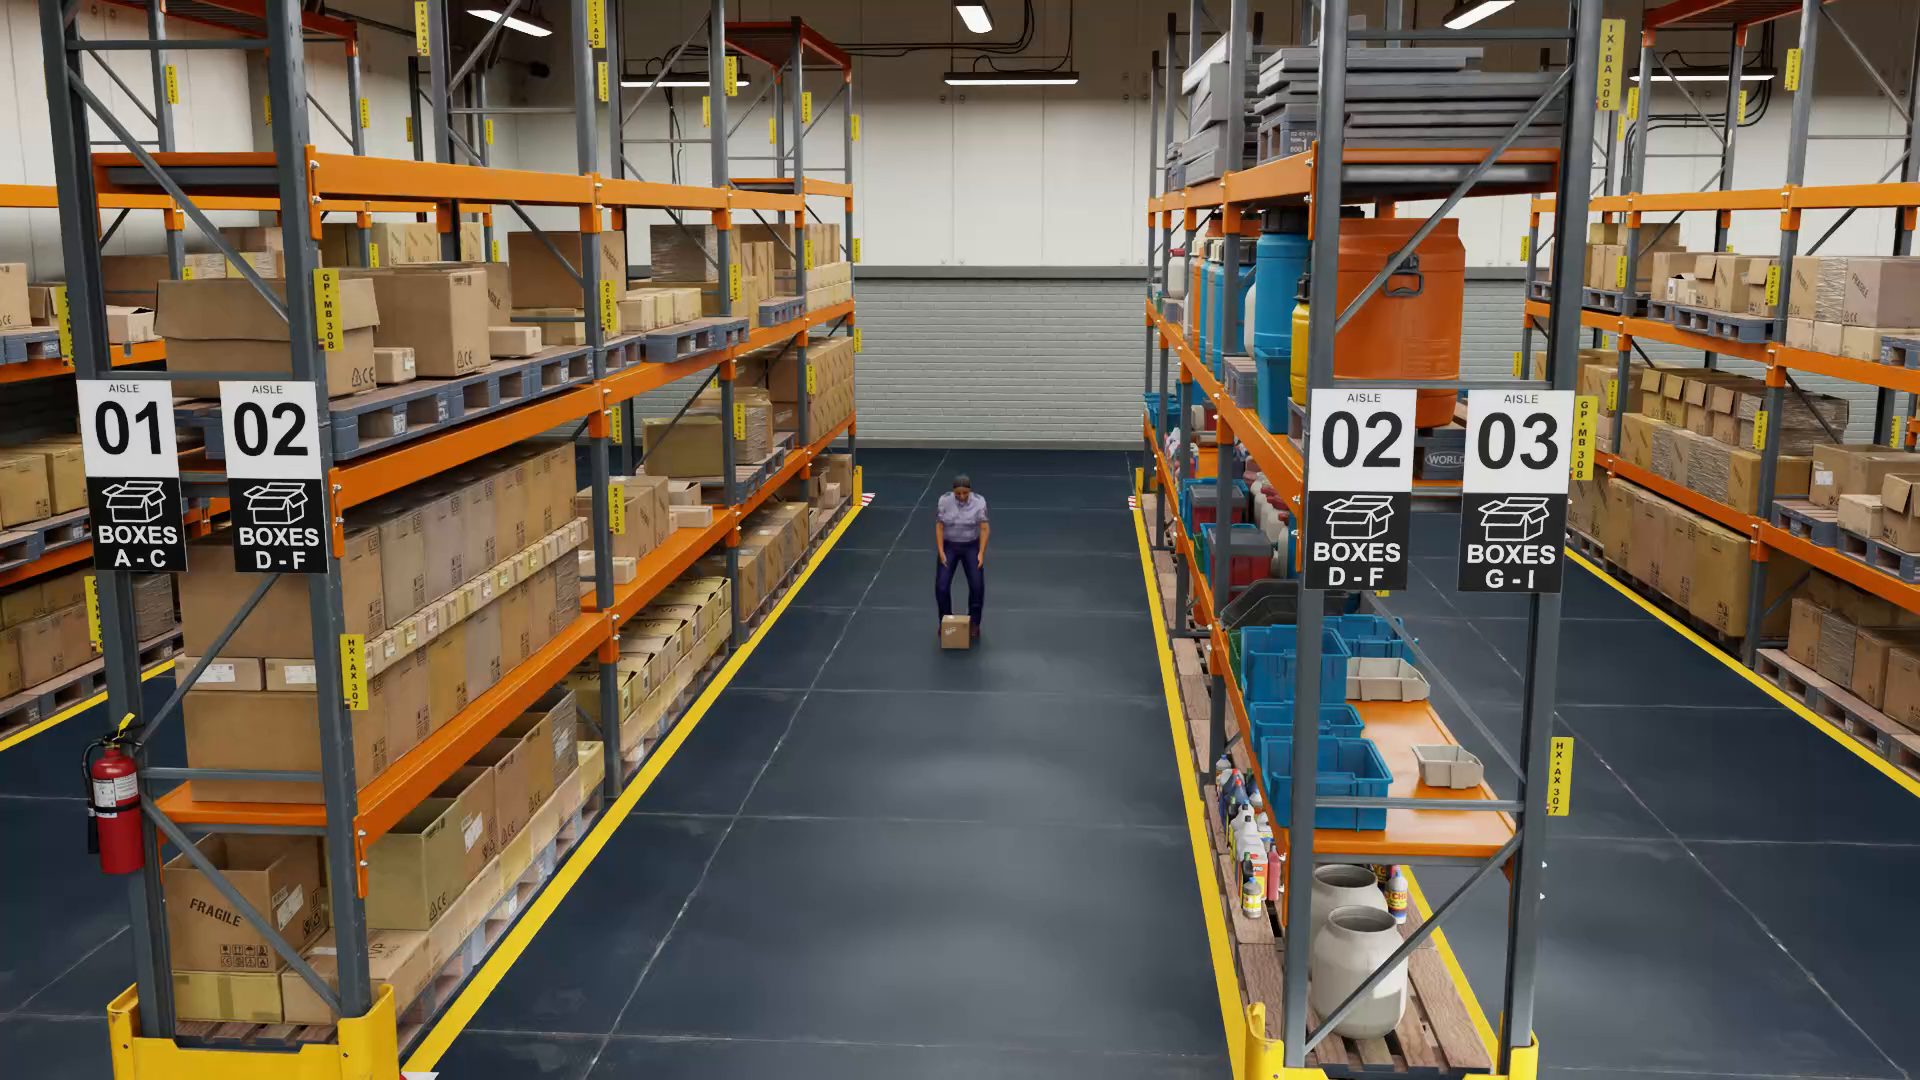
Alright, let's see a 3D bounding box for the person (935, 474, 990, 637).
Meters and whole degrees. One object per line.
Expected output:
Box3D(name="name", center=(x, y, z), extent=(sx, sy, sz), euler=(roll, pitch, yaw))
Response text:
Box3D(name="person", center=(0.026, 0.129, 15.601), extent=(0.515, 1.546, 0.485), euler=(1, 11, 5))
